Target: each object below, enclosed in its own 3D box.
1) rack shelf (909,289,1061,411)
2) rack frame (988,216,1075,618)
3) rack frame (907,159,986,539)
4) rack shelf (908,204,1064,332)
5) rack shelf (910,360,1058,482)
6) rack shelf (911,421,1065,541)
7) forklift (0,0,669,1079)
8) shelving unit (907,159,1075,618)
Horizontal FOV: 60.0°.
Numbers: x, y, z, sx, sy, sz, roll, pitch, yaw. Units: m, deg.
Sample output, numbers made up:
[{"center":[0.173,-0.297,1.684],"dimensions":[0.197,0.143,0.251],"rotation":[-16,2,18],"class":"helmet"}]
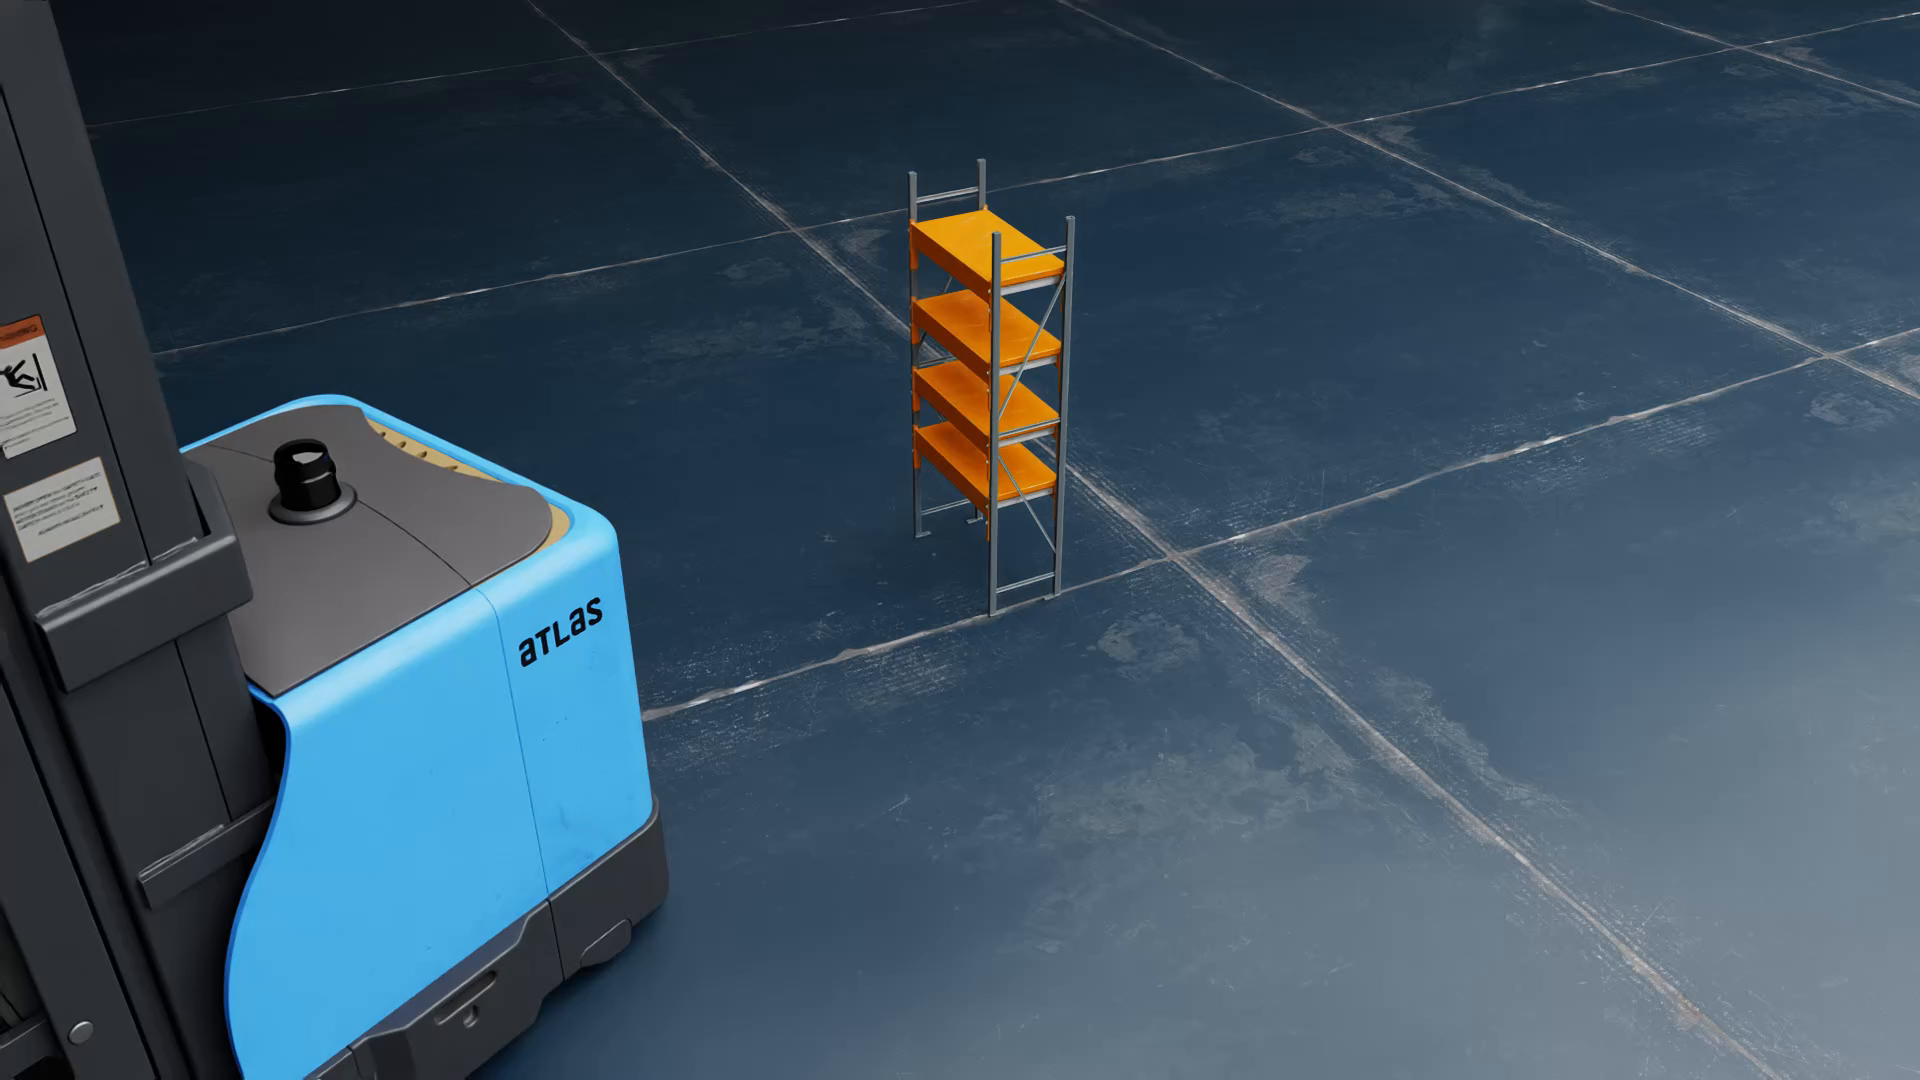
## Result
[{"center":[0.077,-0.558,4.719],"dimensions":[0.258,0.148,0.480],"rotation":[-16,36,-23],"class":"rack shelf"},{"center":[0.191,-0.310,4.621],"dimensions":[0.240,1.200,0.015],"rotation":[-16,36,-23],"class":"rack frame"},{"center":[-0.037,-0.543,4.985],"dimensions":[0.240,1.200,0.015],"rotation":[-16,36,-23],"class":"rack frame"},{"center":[0.077,-0.757,4.591],"dimensions":[0.258,0.148,0.480],"rotation":[-16,36,-23],"class":"rack shelf"},{"center":[0.077,-0.370,4.839],"dimensions":[0.258,0.148,0.480],"rotation":[-16,36,-23],"class":"rack shelf"},{"center":[0.077,-0.202,4.946],"dimensions":[0.258,0.148,0.480],"rotation":[-16,36,-23],"class":"rack shelf"},{"center":[-1.966,0.103,2.372],"dimensions":[1.130,2.935,3.031],"rotation":[22,39,31],"class":"forklift"},{"center":[0.077,-0.426,4.803],"dimensions":[0.258,1.200,0.503],"rotation":[-16,36,-23],"class":"shelving unit"}]
